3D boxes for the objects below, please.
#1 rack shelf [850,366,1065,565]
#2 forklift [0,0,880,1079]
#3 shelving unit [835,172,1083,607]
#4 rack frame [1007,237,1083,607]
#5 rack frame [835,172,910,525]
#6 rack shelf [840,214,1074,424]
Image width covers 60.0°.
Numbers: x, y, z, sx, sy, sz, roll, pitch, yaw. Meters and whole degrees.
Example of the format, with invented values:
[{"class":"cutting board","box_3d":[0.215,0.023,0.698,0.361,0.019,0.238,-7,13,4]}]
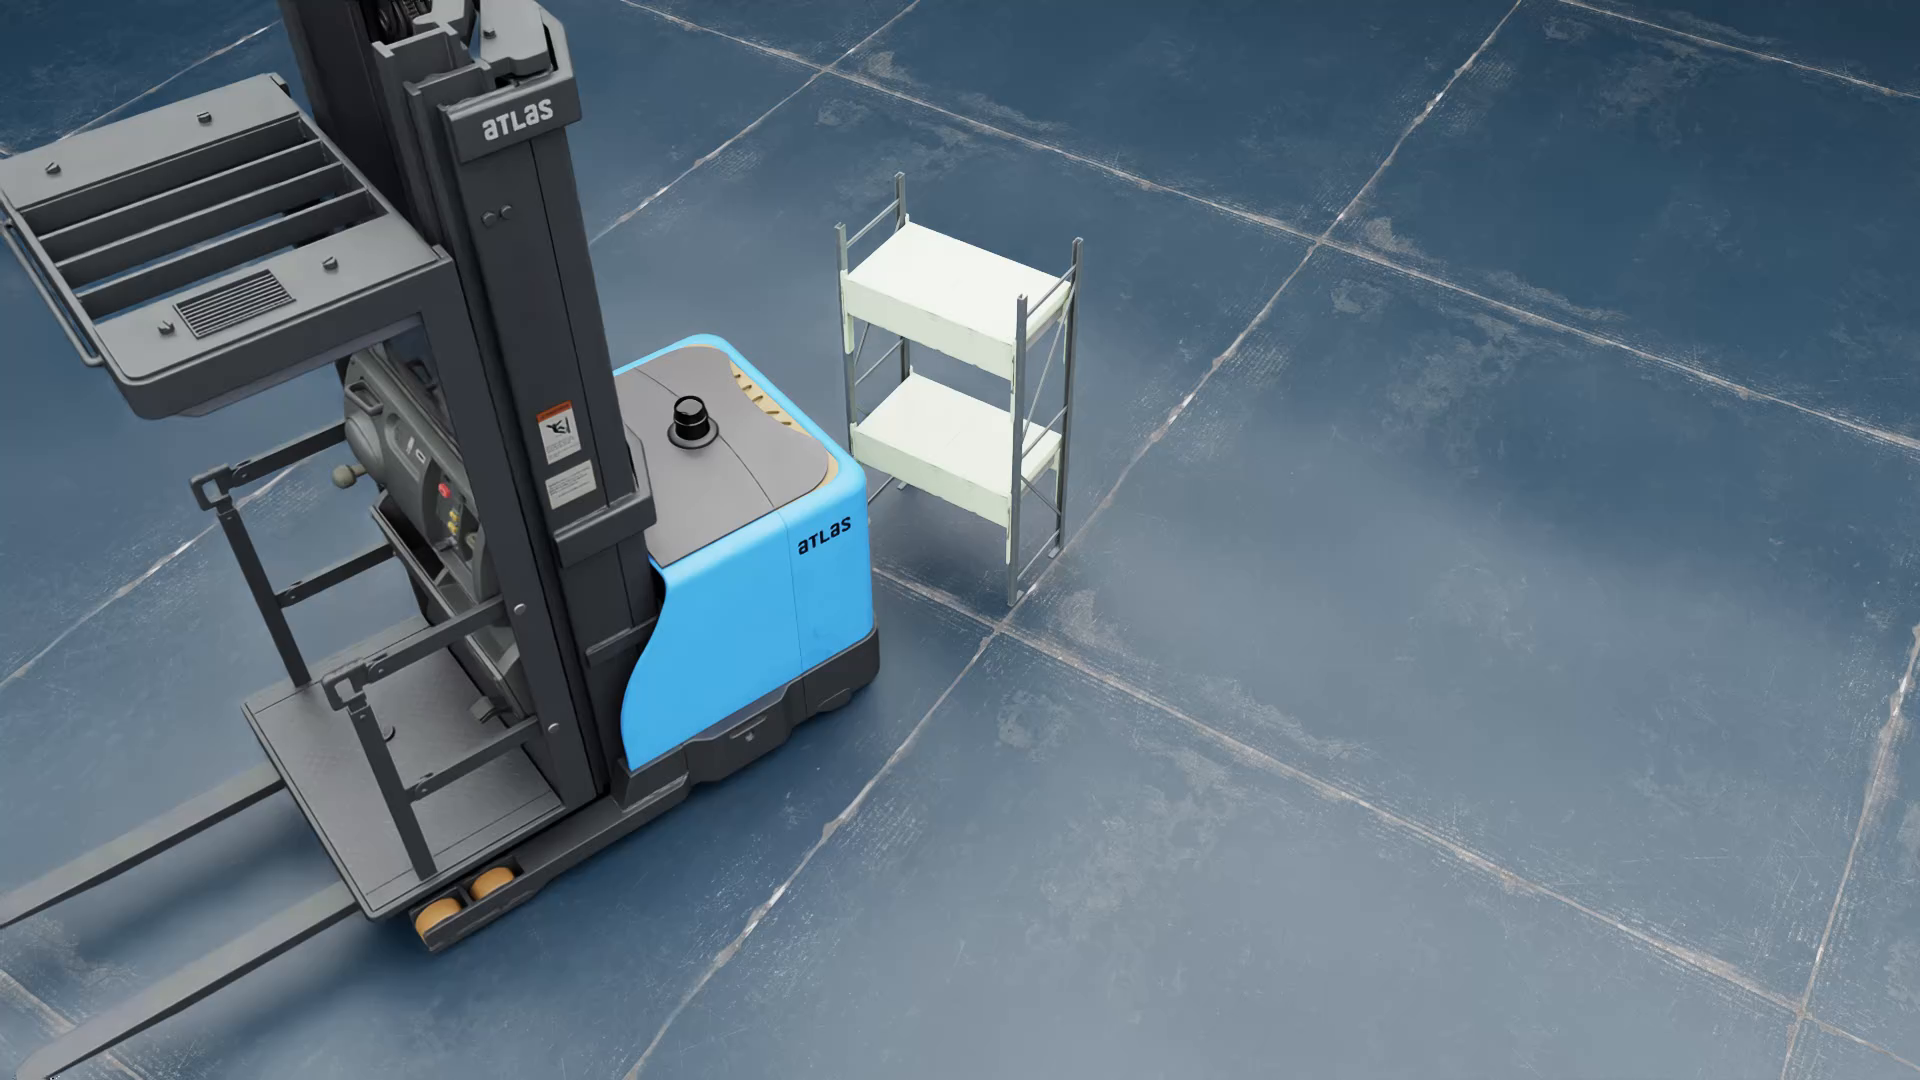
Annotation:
[{"class":"rack shelf","box_3d":[-0.006,-0.298,6.448,0.720,0.370,0.431,25,51,22]},{"class":"forklift","box_3d":[-1.772,-0.119,4.822,3.031,2.935,1.130,-29,53,-25]},{"class":"shelving unit","box_3d":[-0.006,-0.525,6.215,0.755,1.500,0.431,25,51,22]},{"class":"rack frame","box_3d":[0.302,-0.384,6.077,0.023,1.500,0.400,25,51,22]},{"class":"rack frame","box_3d":[-0.314,-0.667,6.352,0.023,1.500,0.400,25,51,22]},{"class":"rack shelf","box_3d":[-0.006,-0.797,5.935,0.720,0.370,0.431,25,51,22]}]
